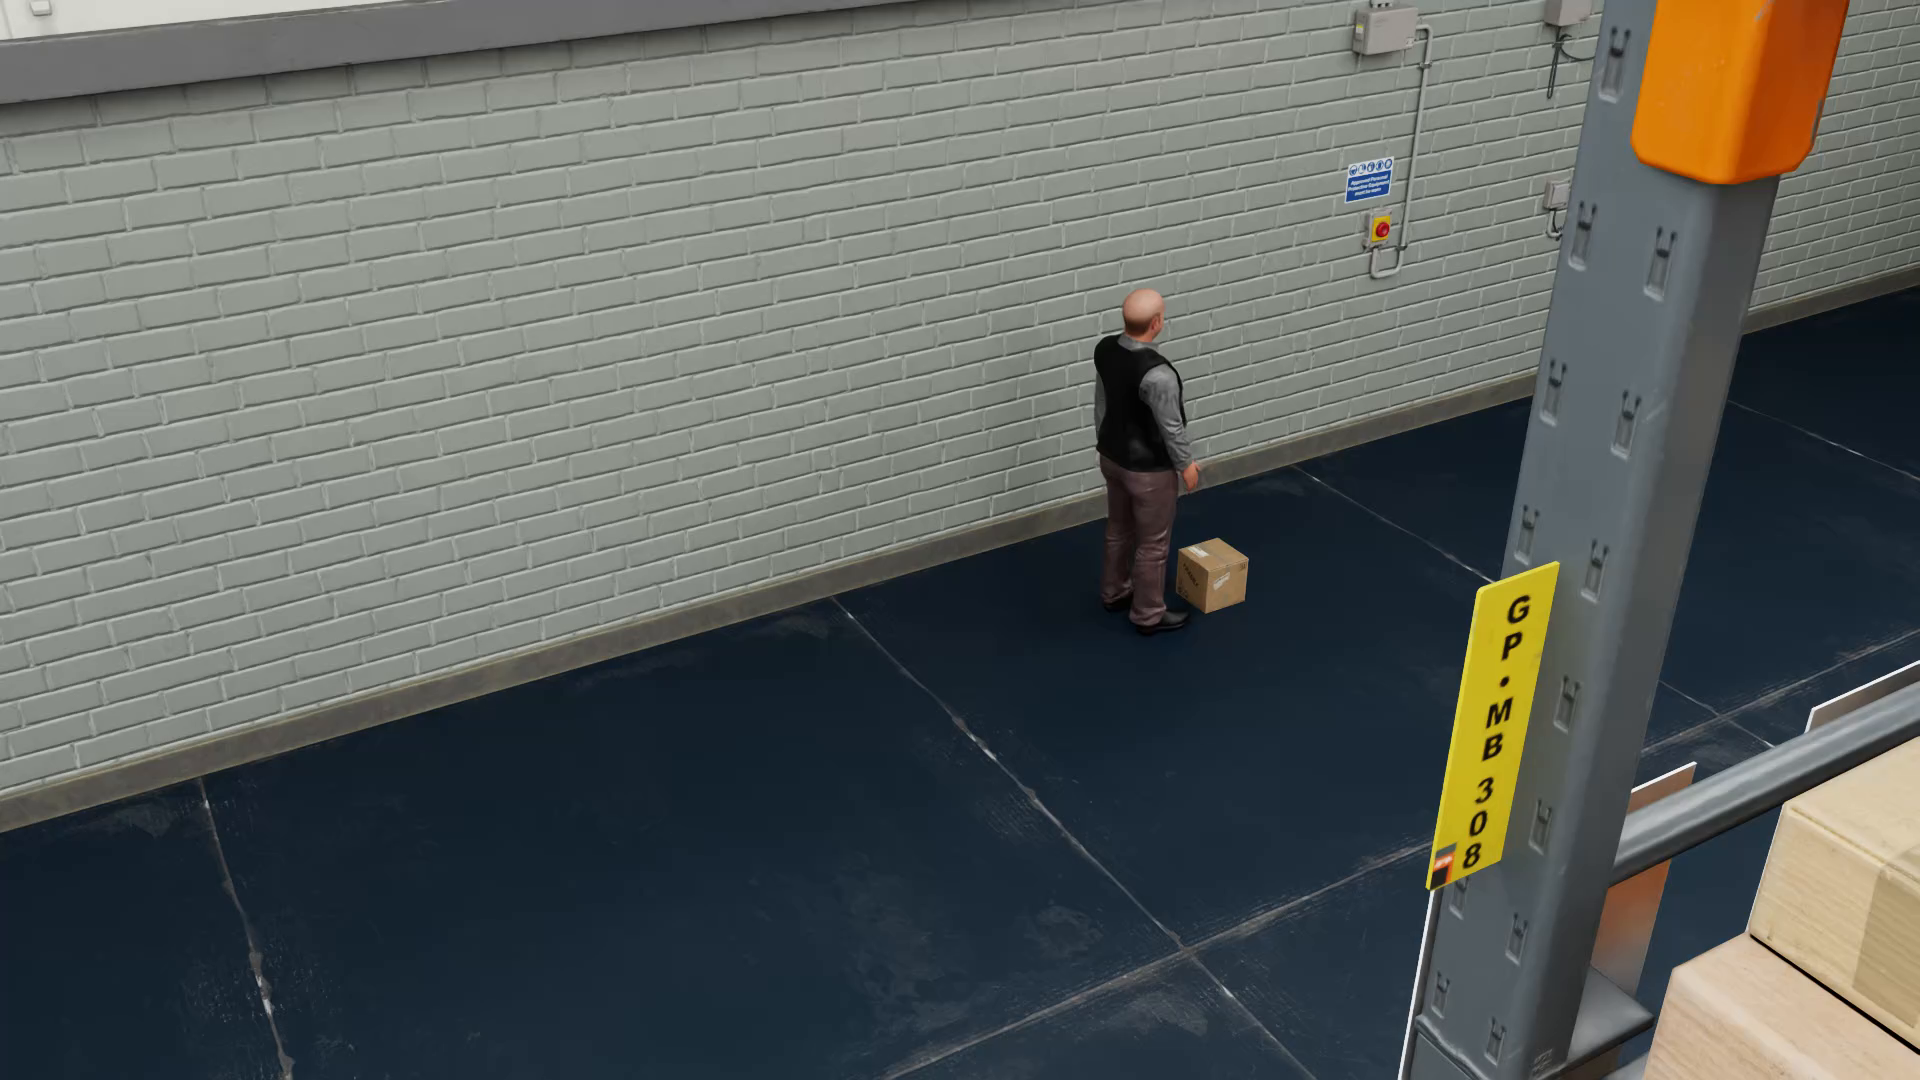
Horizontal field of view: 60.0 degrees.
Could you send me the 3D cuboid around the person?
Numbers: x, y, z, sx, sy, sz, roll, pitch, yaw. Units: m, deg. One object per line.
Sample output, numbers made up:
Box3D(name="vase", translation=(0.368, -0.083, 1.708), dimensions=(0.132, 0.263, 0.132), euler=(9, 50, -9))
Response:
Box3D(name="person", translation=(0.876, -0.363, 7.812), dimensions=(0.430, 1.740, 0.545), euler=(-15, 32, -26))
